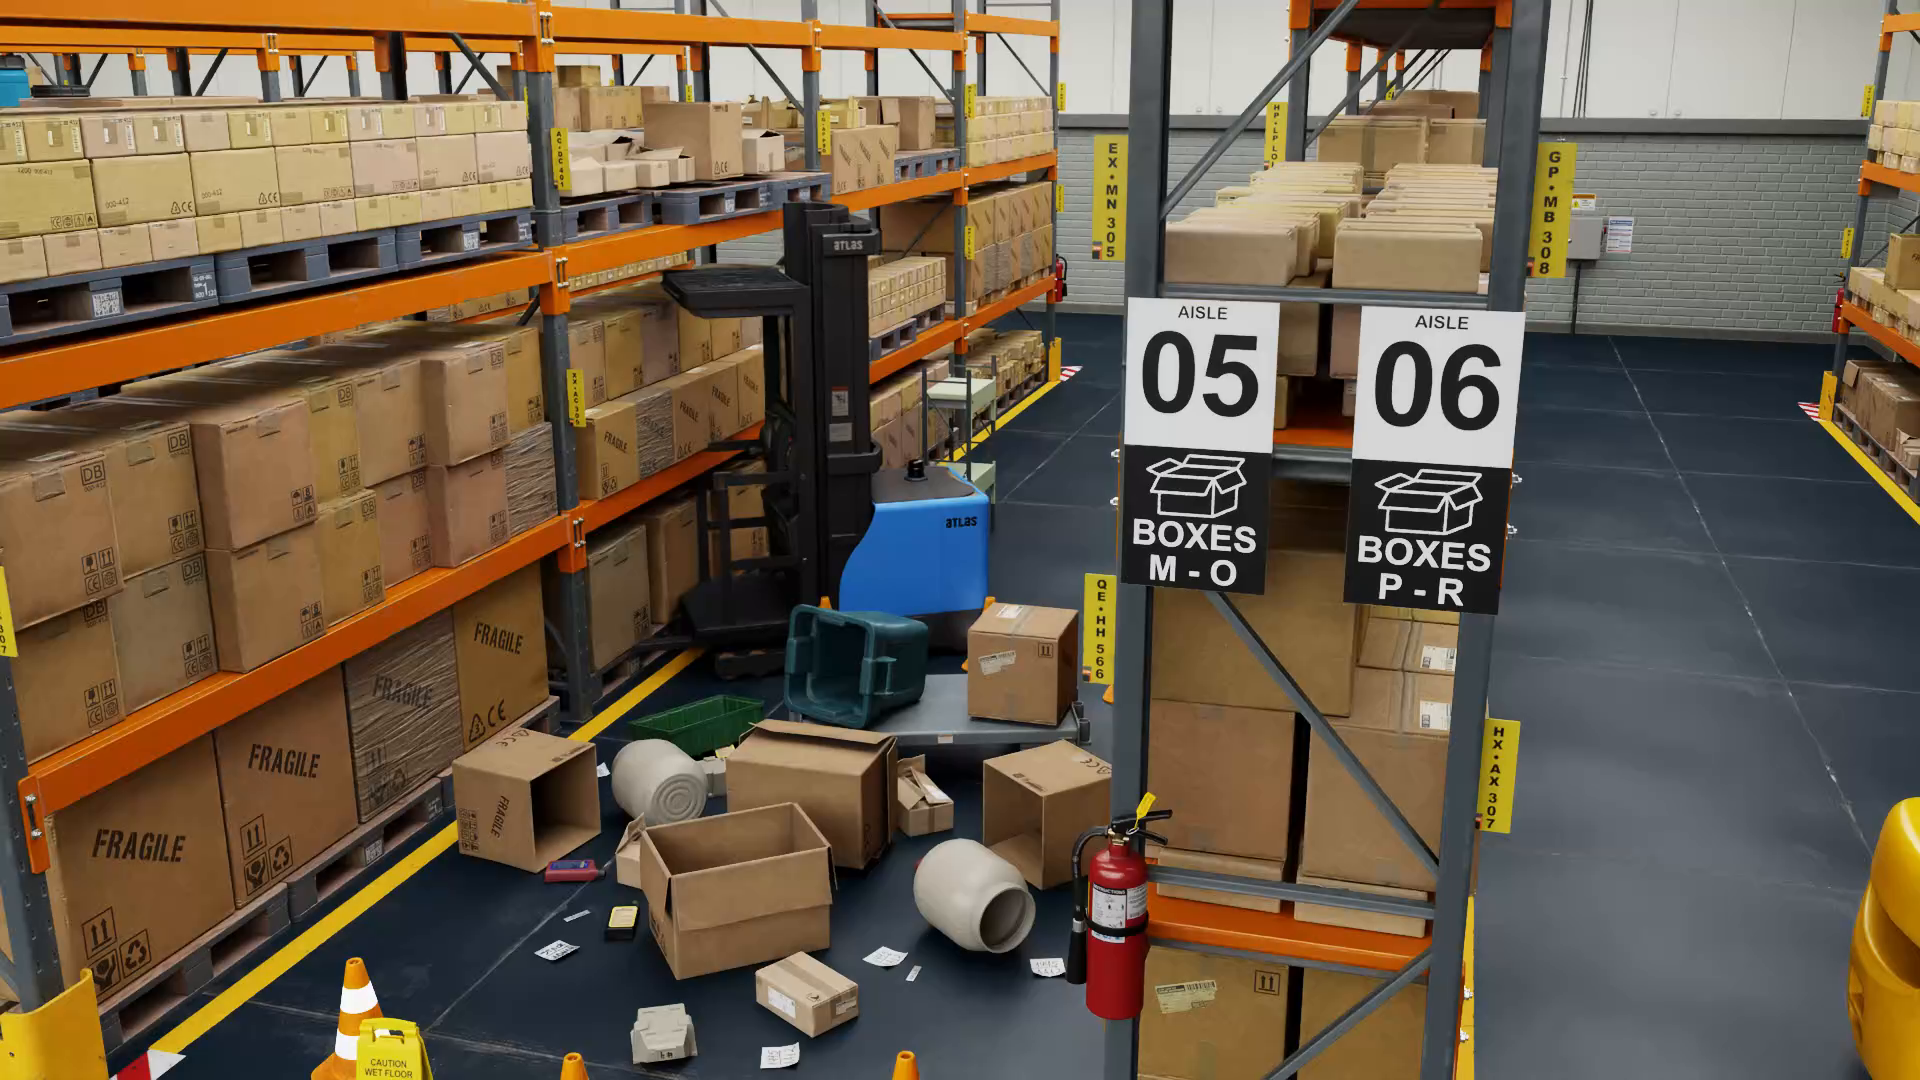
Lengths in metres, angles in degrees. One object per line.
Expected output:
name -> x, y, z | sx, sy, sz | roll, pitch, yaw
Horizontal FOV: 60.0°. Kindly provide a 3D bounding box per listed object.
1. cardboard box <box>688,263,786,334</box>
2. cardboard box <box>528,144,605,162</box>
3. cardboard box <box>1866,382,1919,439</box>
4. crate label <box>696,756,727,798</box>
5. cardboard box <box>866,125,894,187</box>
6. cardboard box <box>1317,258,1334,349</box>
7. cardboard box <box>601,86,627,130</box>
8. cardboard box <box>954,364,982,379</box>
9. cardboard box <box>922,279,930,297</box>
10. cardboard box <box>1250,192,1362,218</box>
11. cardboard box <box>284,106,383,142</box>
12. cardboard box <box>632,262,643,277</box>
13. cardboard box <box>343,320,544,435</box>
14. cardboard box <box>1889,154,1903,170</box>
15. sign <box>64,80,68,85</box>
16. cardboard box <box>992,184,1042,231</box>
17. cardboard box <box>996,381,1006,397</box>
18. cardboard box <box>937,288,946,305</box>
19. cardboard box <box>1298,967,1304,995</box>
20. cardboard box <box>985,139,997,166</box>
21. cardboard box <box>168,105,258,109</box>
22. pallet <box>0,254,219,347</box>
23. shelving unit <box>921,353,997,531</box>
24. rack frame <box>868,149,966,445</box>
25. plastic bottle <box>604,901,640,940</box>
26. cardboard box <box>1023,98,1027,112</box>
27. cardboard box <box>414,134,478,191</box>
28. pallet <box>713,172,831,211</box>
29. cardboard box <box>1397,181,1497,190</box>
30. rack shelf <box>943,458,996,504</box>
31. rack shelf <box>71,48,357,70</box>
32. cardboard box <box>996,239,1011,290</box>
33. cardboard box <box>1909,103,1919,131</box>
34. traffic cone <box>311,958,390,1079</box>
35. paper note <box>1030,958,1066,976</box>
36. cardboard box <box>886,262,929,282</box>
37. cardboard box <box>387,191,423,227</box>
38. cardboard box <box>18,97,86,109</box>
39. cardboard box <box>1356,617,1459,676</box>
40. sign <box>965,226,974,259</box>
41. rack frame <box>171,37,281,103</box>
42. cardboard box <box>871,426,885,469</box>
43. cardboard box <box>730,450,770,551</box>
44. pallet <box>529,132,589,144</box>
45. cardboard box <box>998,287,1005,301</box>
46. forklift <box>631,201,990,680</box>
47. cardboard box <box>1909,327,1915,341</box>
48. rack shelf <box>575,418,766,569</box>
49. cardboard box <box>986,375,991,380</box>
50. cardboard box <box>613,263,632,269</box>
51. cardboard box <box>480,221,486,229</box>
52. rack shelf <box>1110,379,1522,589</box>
cardboard box -> -1.710, -1.850, 12.840 | 0.700, 0.500, 0.500 | 5, 16, 16
cardboard box -> -2.570, -2.353, 10.452 | 0.500, 0.250, 0.500 | 4, 16, 15
cardboard box -> 9.444, -1.285, 16.675 | 0.500, 0.500, 0.500 | 5, 17, 17
crate label -> -1.364, 1.285, 9.048 | 0.298, 0.136, 0.250 | -7, 17, -23
cardboard box -> -0.883, -3.320, 14.359 | 0.500, 0.500, 0.500 | 5, 16, 16
cardboard box -> 0.972, -0.787, 5.339 | 0.500, 0.250, 0.500 | 4, 16, 15
cardboard box -> -4.499, -5.266, 20.266 | 0.700, 0.500, 0.500 | 3, 16, 12
cardboard box -> 0.020, -1.813, 18.088 | 0.380, 0.149, 0.250 | 4, 16, 15
cardboard box -> -0.507, -2.456, 16.135 | 0.380, 0.149, 0.250 | 5, 17, 18
cardboard box -> 1.204, -1.130, 5.817 | 0.380, 0.149, 0.250 | 4, 16, 14
cardboard box -> -2.868, -1.897, 7.569 | 0.380, 0.149, 0.250 | 4, 16, 15
cardboard box -> -4.174, -3.367, 20.664 | 0.380, 0.149, 0.250 | 5, 16, 16
cardboard box -> -2.848, -0.889, 9.214 | 0.875, 0.550, 0.550 | 5, 16, 16
cardboard box -> 9.546, -3.784, 16.636 | 0.380, 0.149, 0.250 | 5, 16, 16
sign -> -12.997, -6.532, 24.242 | 0.100, 0.325, 0.005 | 5, 16, 16
cardboard box -> 0.665, -3.932, 19.633 | 0.500, 0.500, 0.500 | 4, 16, 14
cardboard box -> 0.305, -1.728, 18.879 | 0.380, 0.149, 0.250 | 4, 16, 14
cardboard box -> -0.359, -2.446, 16.648 | 0.380, 0.149, 0.250 | 4, 16, 15
cardboard box -> 1.051, 1.406, 6.271 | 0.500, 0.500, 0.500 | 5, 17, 18
cardboard box -> 0.082, -4.088, 17.522 | 0.500, 0.250, 0.500 | 4, 16, 15
cardboard box -> -3.500, -1.945, 7.740 | 0.380, 0.149, 0.250 | 5, 16, 16
pallet -> -3.646, -0.940, 6.313 | 1.003, 0.211, 1.213 | 5, 16, 16
shelving unit -> -0.002, -0.720, 13.619 | 0.431, 1.500, 0.755 | 5, 16, 16
rack frame -> -0.436, -2.484, 17.091 | 1.000, 3.000, 0.127 | 5, 16, 16
plastic bottle -> -1.541, 1.733, 7.607 | 0.133, 0.061, 0.283 | -1, 16, -3
cardboard box -> 0.550, -4.961, 18.954 | 0.380, 0.149, 0.250 | 4, 16, 15
cardboard box -> -2.748, -1.875, 8.221 | 0.500, 0.250, 0.500 | 5, 16, 16
pallet -> -1.705, -2.618, 12.410 | 1.213, 0.211, 1.003 | 5, 17, 18
cardboard box -> 1.880, -1.295, 6.401 | 0.380, 0.149, 0.250 | 5, 17, 17
rack shelf -> -0.002, -0.406, 13.708 | 0.431, 0.370, 0.720 | 5, 16, 16
rack shelf -> -9.344, -6.150, 21.074 | 1.077, 0.370, 4.000 | 5, 16, 16
cardboard box -> 0.257, -3.045, 18.338 | 0.500, 0.500, 0.500 | 4, 16, 15
cardboard box -> 9.441, -4.049, 15.925 | 0.500, 0.250, 0.500 | 5, 17, 17
traffic cone -> -2.334, 1.847, 6.471 | 0.336, 0.463, 0.334 | 5, 16, 16
paper note -> 0.383, 1.853, 7.240 | 0.142, 0.019, 0.148 | -1, 16, -3
cardboard box -> -0.514, -2.594, 16.078 | 0.380, 0.149, 0.250 | 4, 16, 14
cardboard box -> -2.795, -1.578, 7.906 | 0.380, 0.149, 0.250 | 5, 17, 17
cardboard box -> -6.964, -3.213, 13.064 | 0.500, 0.500, 0.500 | 4, 16, 14
cardboard box -> 1.473, 0.583, 5.548 | 0.500, 0.500, 0.500 | 5, 17, 18
sign -> 0.097, -2.999, 16.785 | 0.100, 0.325, 0.005 | 5, 16, 16
rack frame -> -6.300, -4.735, 14.033 | 1.000, 3.000, 0.127 | 5, 16, 16
cardboard box -> -0.988, -0.734, 14.733 | 0.500, 0.500, 0.500 | 5, 17, 17
cardboard box -> -1.832, -0.405, 13.115 | 1.050, 0.750, 0.750 | 4, 16, 15
pallet -> -4.921, -4.509, 18.895 | 1.003, 0.211, 1.213 | 5, 16, 16
cardboard box -> 0.285, -2.761, 18.526 | 0.380, 0.149, 0.250 | 5, 17, 18
forklift -> -1.366, -0.675, 10.836 | 3.031, 2.935, 1.130 | -5, 17, -16
cardboard box -> 9.151, -1.931, 15.602 | 0.380, 0.149, 0.250 | 5, 17, 17
rack shelf -> -2.141, -0.569, 11.655 | 1.077, 0.370, 4.000 | 5, 16, 16
cardboard box -> 0.174, -1.808, 18.617 | 0.380, 0.149, 0.250 | 5, 17, 18
cardboard box -> -4.343, -3.463, 20.272 | 0.500, 0.250, 0.500 | 5, 16, 16
cardboard box -> -5.337, -3.258, 17.799 | 0.797, 0.503, 0.637 | 4, 16, 14
rack shelf -> 1.496, -0.608, 6.296 | 1.077, 0.370, 4.000 | 5, 16, 16
